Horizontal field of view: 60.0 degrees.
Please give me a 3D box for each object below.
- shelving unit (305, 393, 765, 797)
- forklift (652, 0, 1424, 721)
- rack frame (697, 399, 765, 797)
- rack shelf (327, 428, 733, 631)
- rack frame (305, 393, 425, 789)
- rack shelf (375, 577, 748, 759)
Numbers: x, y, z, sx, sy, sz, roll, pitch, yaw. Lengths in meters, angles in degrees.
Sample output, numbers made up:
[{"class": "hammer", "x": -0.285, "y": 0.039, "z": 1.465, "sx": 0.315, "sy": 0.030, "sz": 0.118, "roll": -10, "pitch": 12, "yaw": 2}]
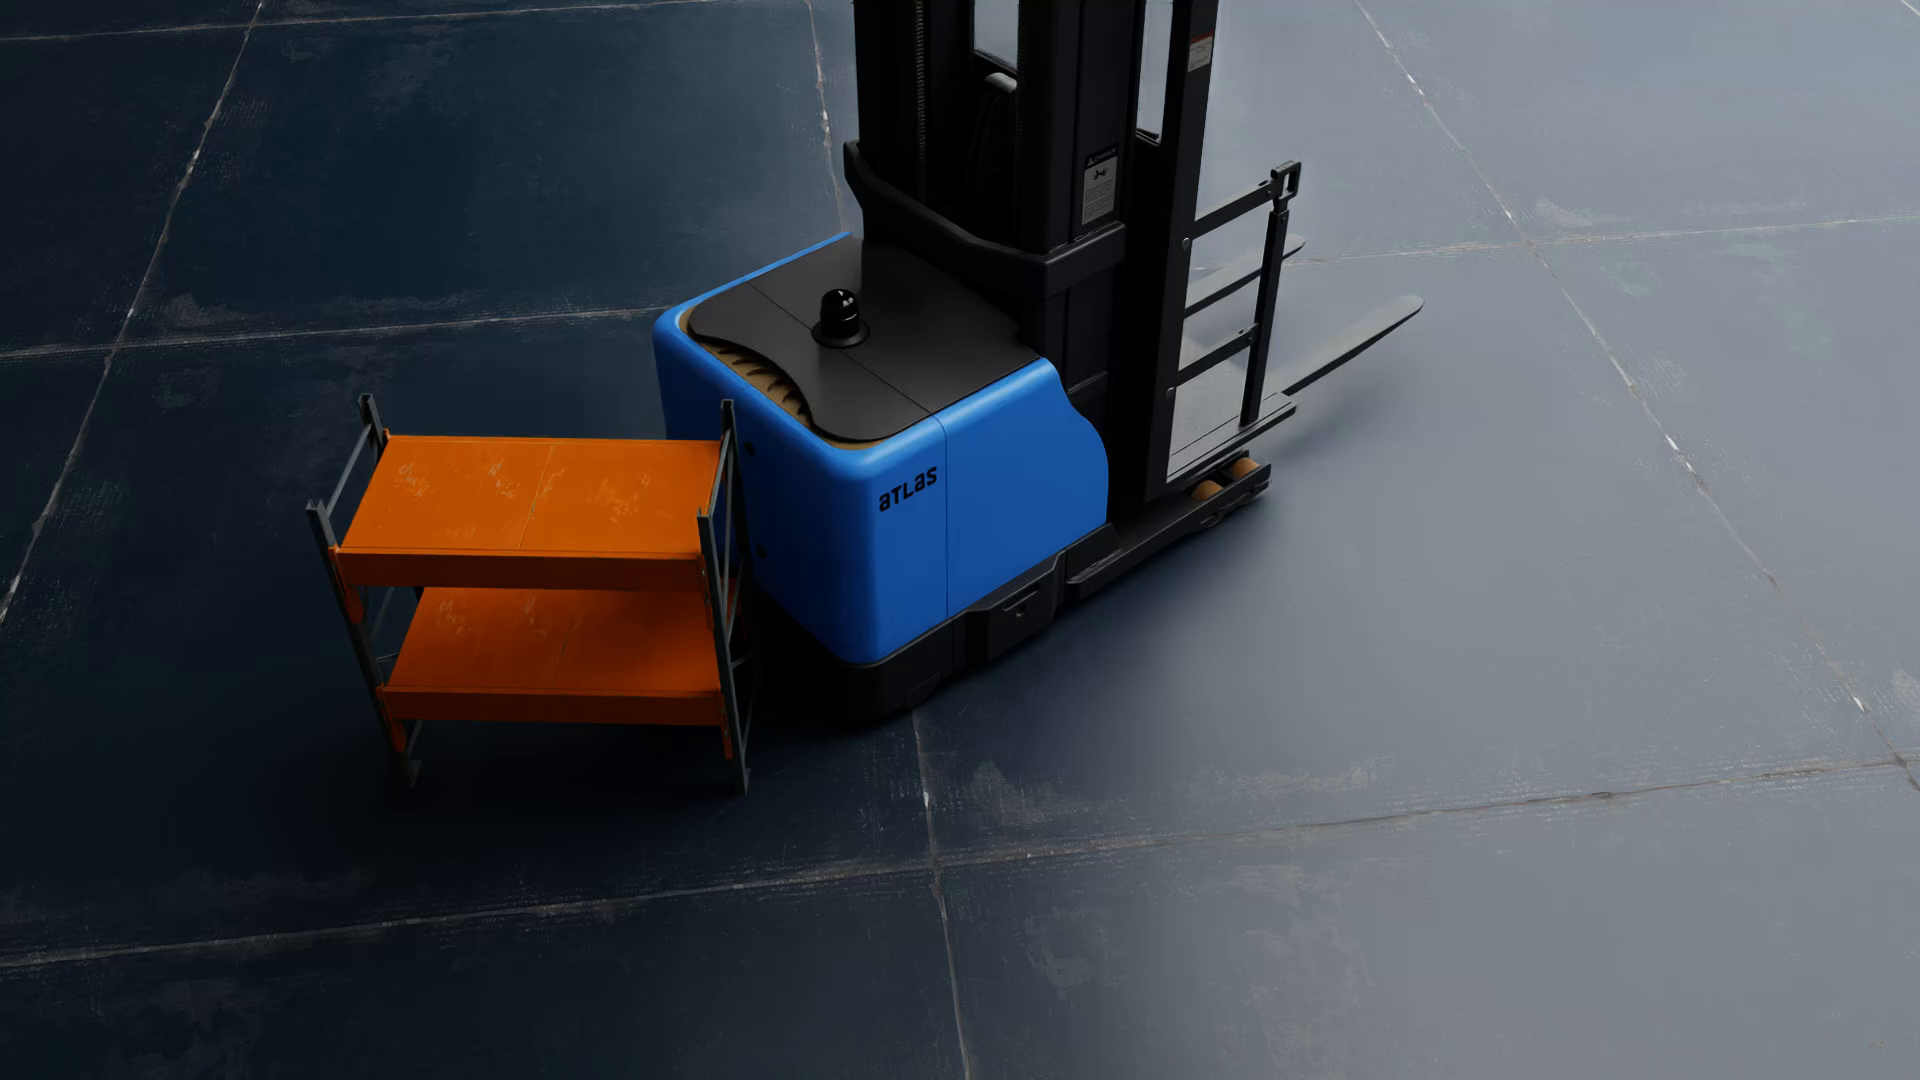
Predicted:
[{"class": "shelving unit", "x": -1.164, "y": 0.182, "z": 4.852, "sx": 1.048, "sy": 1.125, "sz": 0.538, "roll": 1, "pitch": 42, "yaw": 1}, {"class": "forklift", "x": 0.488, "y": -1.373, "z": 5.227, "sx": 3.031, "sy": 2.935, "sz": 1.130, "roll": -30, "pitch": 50, "yaw": -29}, {"class": "rack frame", "x": -0.656, "y": 0.191, "z": 4.842, "sx": 0.032, "sy": 1.125, "sz": 0.500, "roll": 1, "pitch": 42, "yaw": 1}, {"class": "rack shelf", "x": -1.164, "y": -0.036, "z": 4.656, "sx": 1.000, "sy": 0.278, "sz": 0.538, "roll": 1, "pitch": 42, "yaw": 1}, {"class": "rack frame", "x": -1.673, "y": 0.173, "z": 4.863, "sx": 0.032, "sy": 1.125, "sz": 0.500, "roll": 1, "pitch": 42, "yaw": 1}, {"class": "rack shelf", "x": -1.164, "y": 0.363, "z": 5.016, "sx": 1.000, "sy": 0.278, "sz": 0.538, "roll": 1, "pitch": 42, "yaw": 1}]
